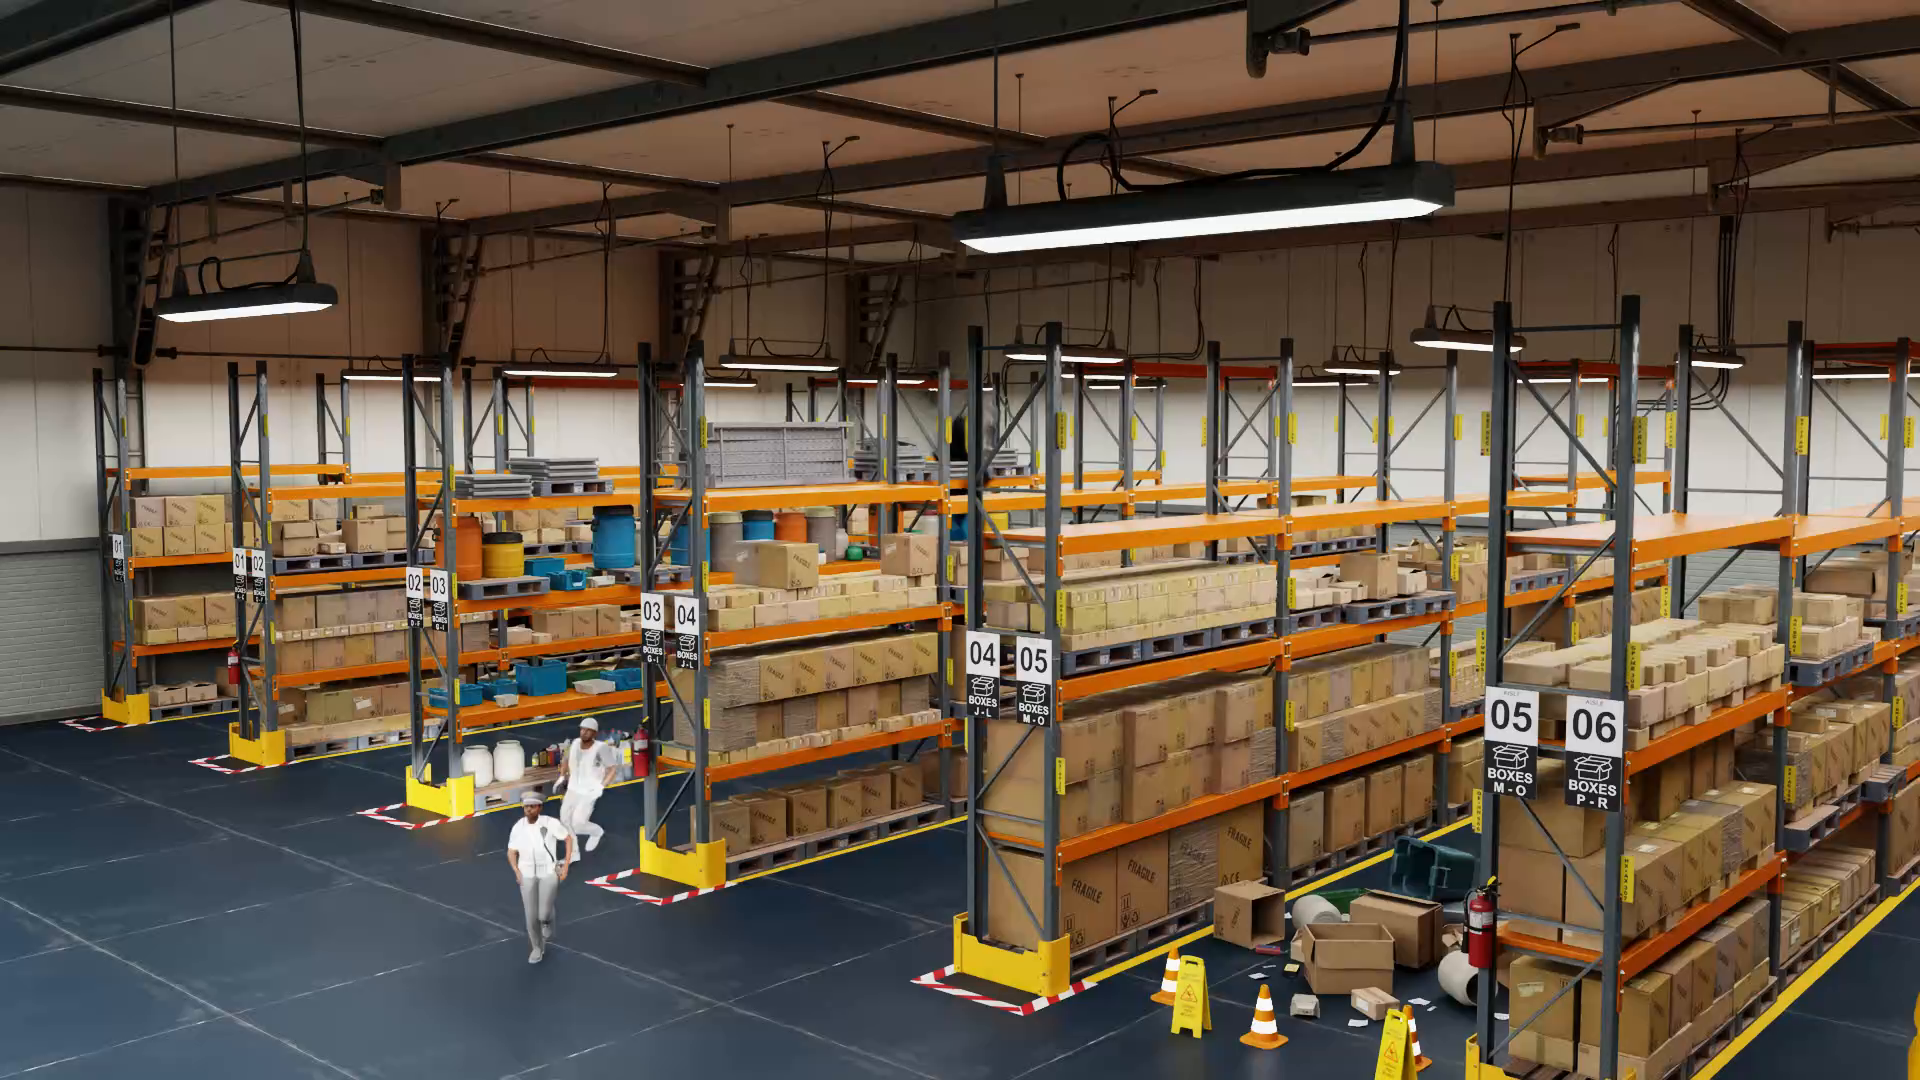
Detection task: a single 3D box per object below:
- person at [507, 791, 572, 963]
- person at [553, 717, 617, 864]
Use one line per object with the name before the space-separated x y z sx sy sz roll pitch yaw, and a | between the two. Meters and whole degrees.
person | -3.998 3.185 15.790 0.591 1.660 0.610 0 4 -2
person | -4.321 2.898 19.258 0.734 1.725 0.568 2 5 29
